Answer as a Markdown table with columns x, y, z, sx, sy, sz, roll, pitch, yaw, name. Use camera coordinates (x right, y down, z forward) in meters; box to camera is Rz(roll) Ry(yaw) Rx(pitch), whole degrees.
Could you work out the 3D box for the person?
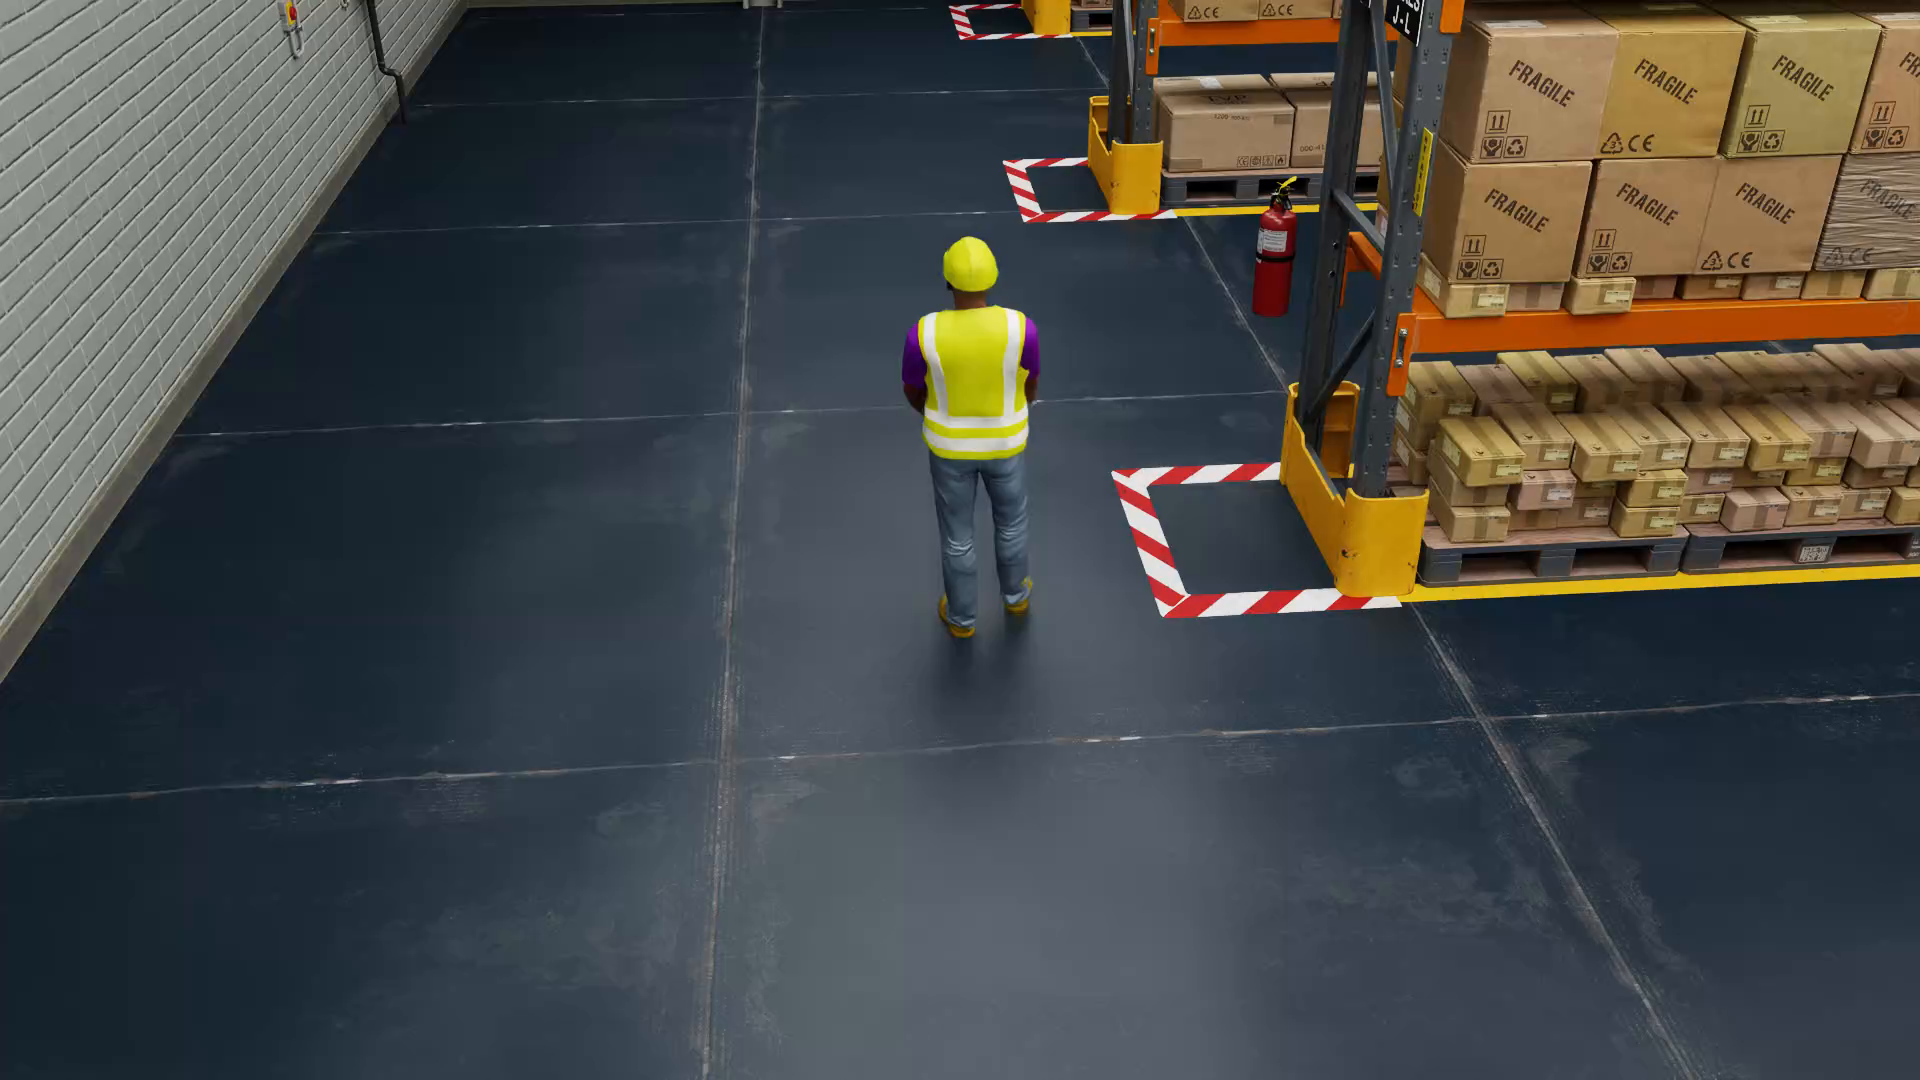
| x | y | z | sx | sy | sz | roll | pitch | yaw | name |
| --- | --- | --- | --- | --- | --- | --- | --- | --- | --- |
| 0.049 | -0.426 | 6.845 | 0.571 | 1.734 | 0.549 | -1 | 31 | -2 | person |
